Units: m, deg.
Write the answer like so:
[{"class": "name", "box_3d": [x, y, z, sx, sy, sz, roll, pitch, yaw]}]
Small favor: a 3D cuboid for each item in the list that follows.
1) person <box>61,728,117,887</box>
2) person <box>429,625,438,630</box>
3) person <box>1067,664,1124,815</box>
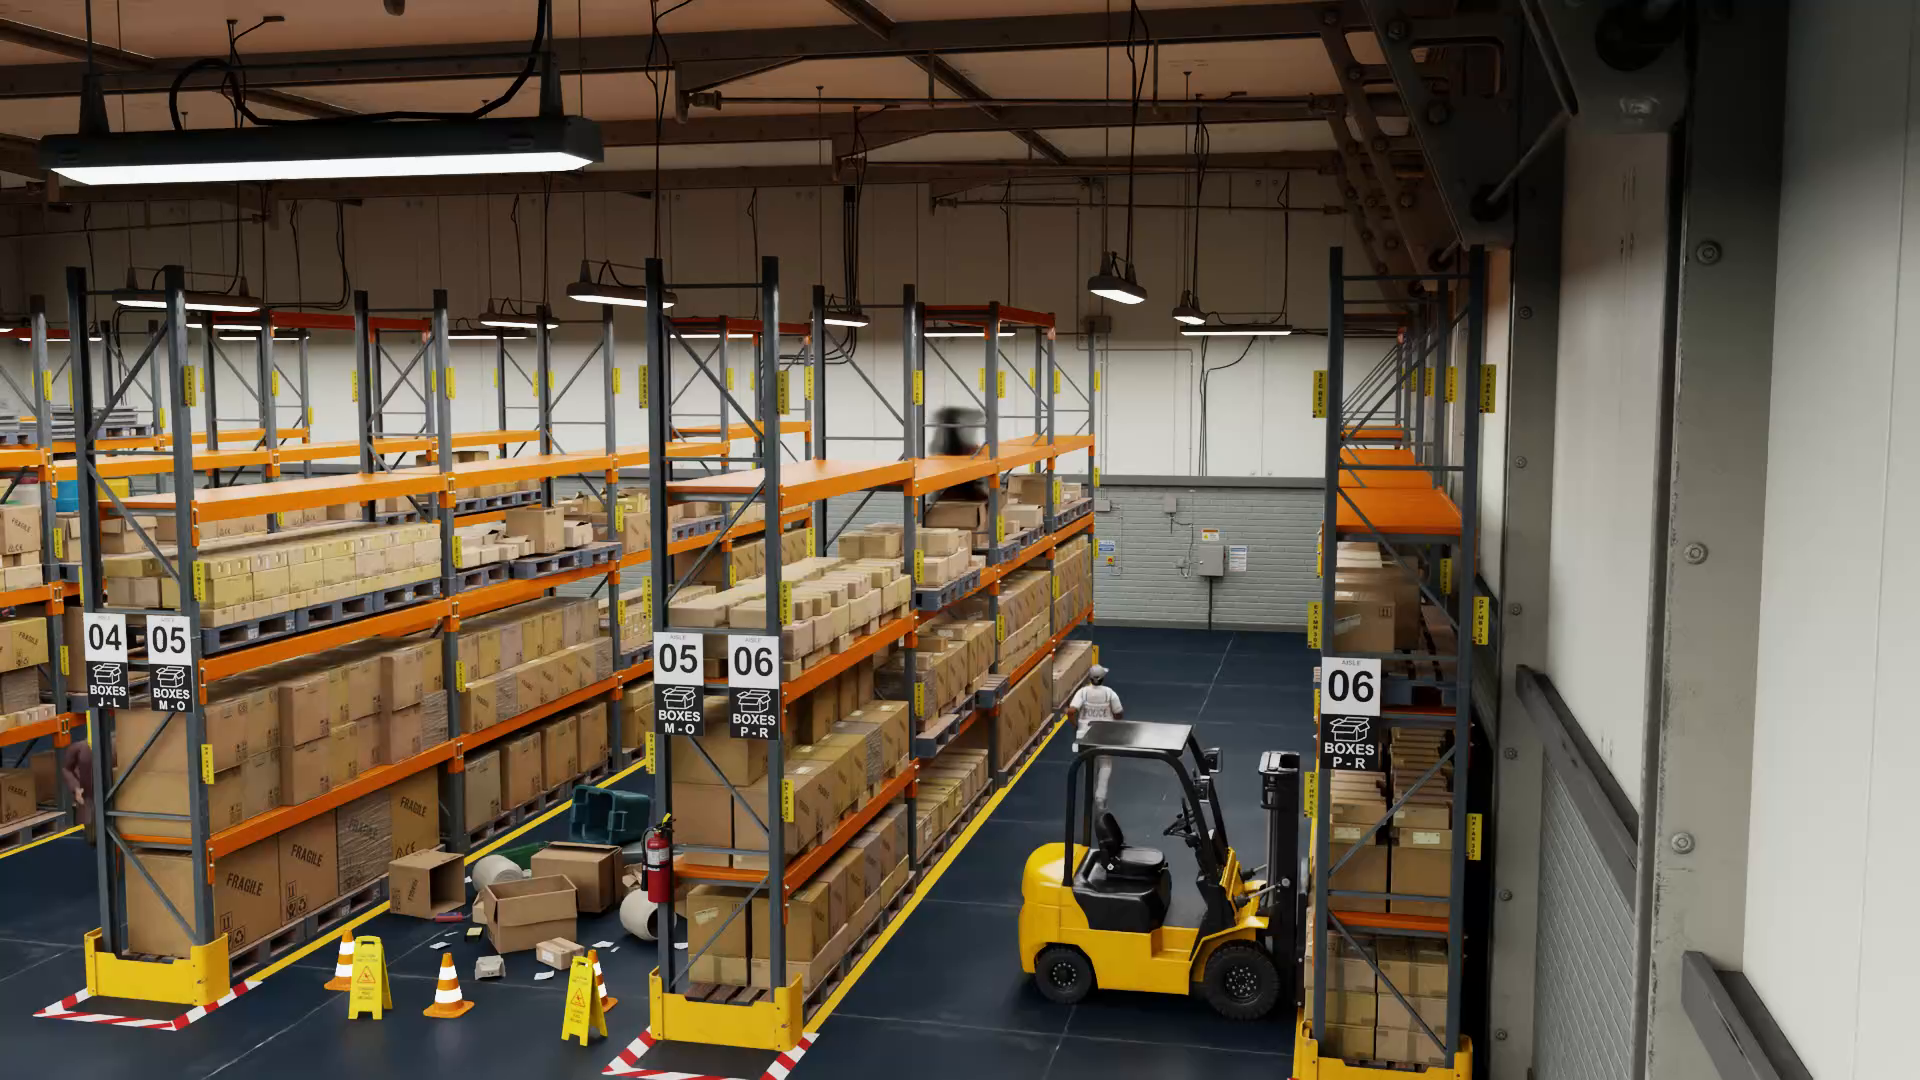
[{"class": "person", "box_3d": [-8.713, 2.614, 16.898, 0.710, 1.728, 0.749, -2, 6, -16]}, {"class": "person", "box_3d": [-7.532, 1.989, 23.986, 0.524, 1.532, 0.574, 1, 6, 7]}, {"class": "person", "box_3d": [1.522, 2.219, 18.608, 0.616, 1.675, 0.817, 1, 6, 10]}]
